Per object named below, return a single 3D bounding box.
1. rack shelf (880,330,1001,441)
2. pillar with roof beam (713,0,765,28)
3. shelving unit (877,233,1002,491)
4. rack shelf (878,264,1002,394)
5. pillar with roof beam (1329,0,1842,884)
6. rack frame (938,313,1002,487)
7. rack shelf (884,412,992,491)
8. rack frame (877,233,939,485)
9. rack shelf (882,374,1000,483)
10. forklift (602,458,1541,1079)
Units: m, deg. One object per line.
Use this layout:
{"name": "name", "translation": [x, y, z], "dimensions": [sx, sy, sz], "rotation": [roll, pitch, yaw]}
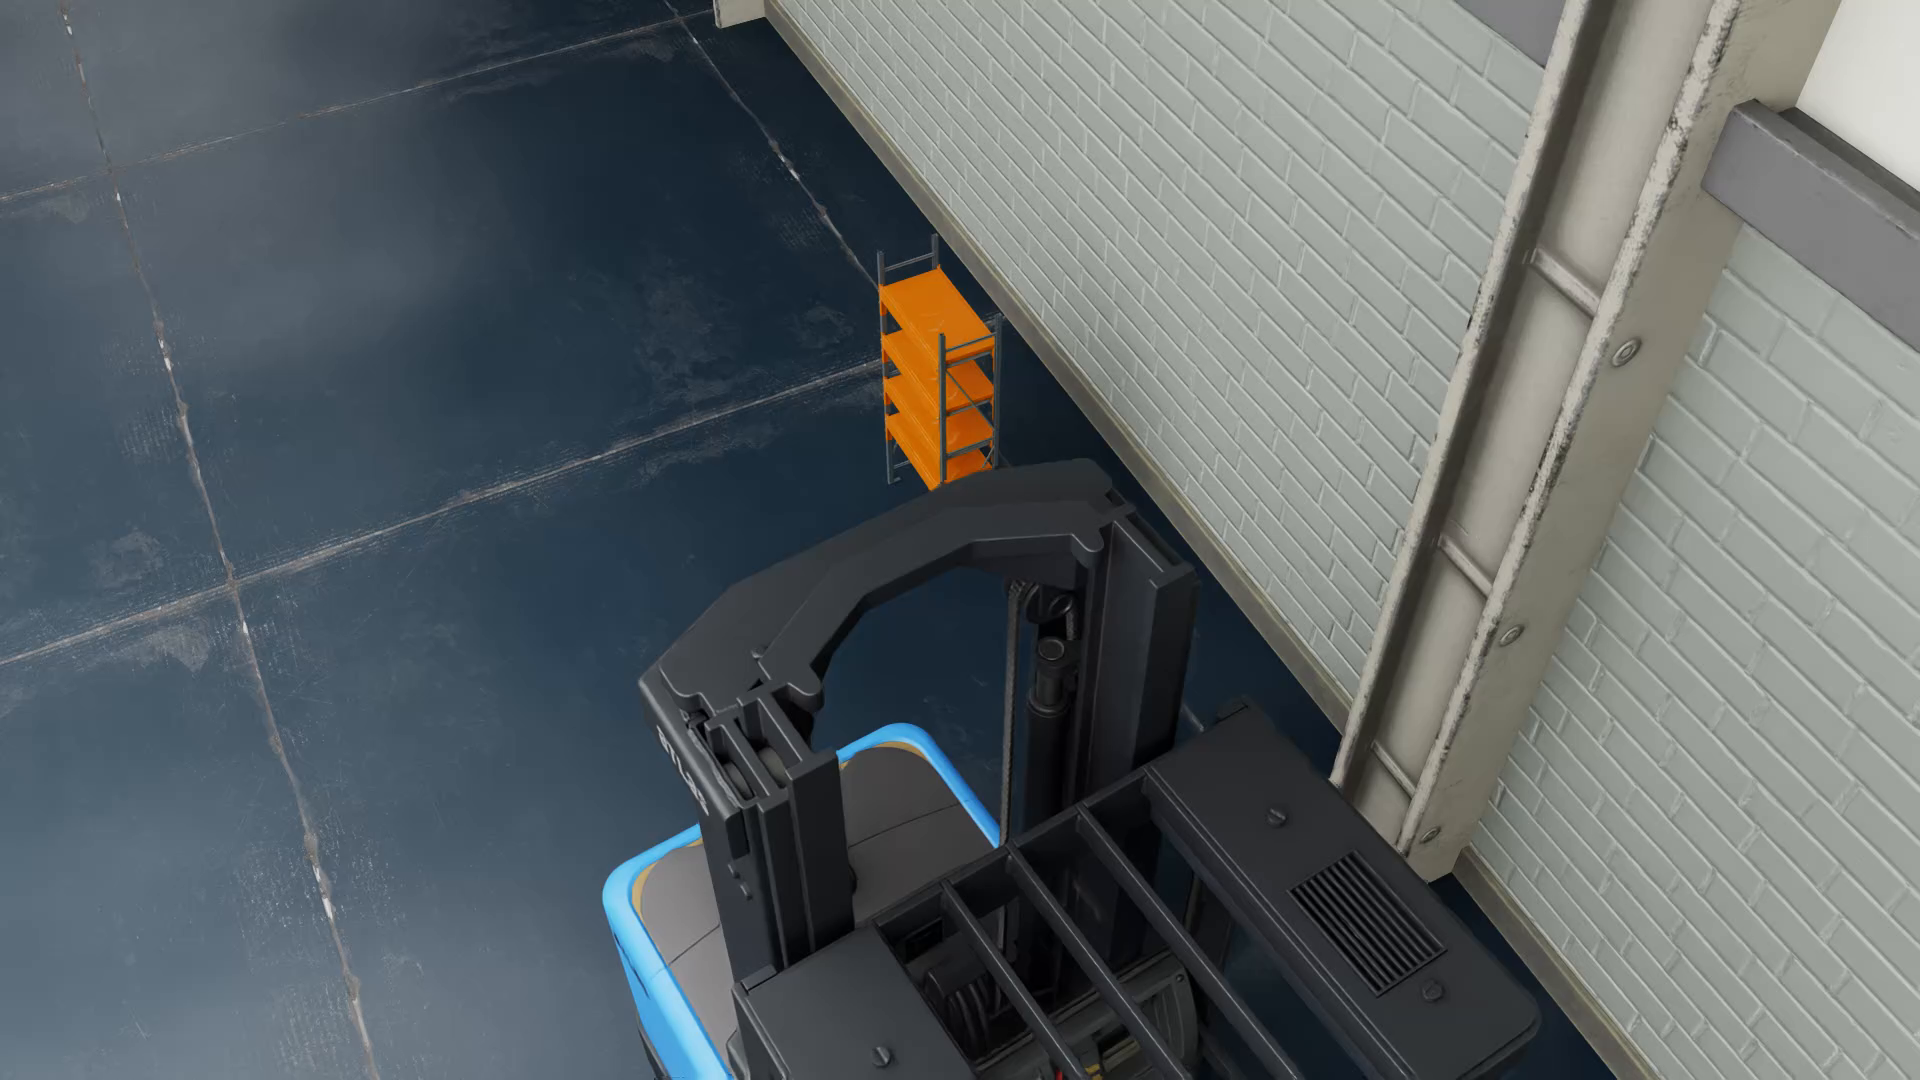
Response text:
{"name": "rack shelf", "translation": [-0.076, -0.609, 6.170], "dimensions": [0.258, 0.148, 0.480], "rotation": [-21, 52, -18]}
{"name": "pillar with roof beam", "translation": [-5.098, -4.460, 4.565], "dimensions": [9.100, 9.000, 0.400], "rotation": [-21, 52, -18]}
{"name": "shelving unit", "translation": [-0.076, -0.506, 6.288], "dimensions": [0.258, 1.200, 0.503], "rotation": [-21, 52, -18]}
{"name": "rack shelf", "translation": [-0.076, -0.764, 5.992], "dimensions": [0.258, 0.148, 0.480], "rotation": [-21, 52, -18]}
{"name": "pillar with roof beam", "translation": [-2.352, -0.445, 1.053], "dimensions": [9.100, 9.000, 0.400], "rotation": [-21, 52, -18]}
{"name": "rack frame", "translation": [0.036, -0.342, 6.145], "dimensions": [0.240, 1.200, 0.015], "rotation": [-21, 52, -18]}
{"name": "rack shelf", "translation": [-0.076, -0.331, 6.488], "dimensions": [0.258, 0.148, 0.480], "rotation": [-21, 52, -18]}
{"name": "rack frame", "translation": [-0.187, -0.669, 6.431], "dimensions": [0.240, 1.200, 0.015], "rotation": [-21, 52, -18]}
{"name": "rack shelf", "translation": [-0.076, -0.462, 6.339], "dimensions": [0.258, 0.148, 0.480], "rotation": [-21, 52, -18]}
{"name": "forklift", "translation": [0.248, 1.374, 3.494], "dimensions": [1.130, 2.935, 3.031], "rotation": [-26, 54, -21]}
